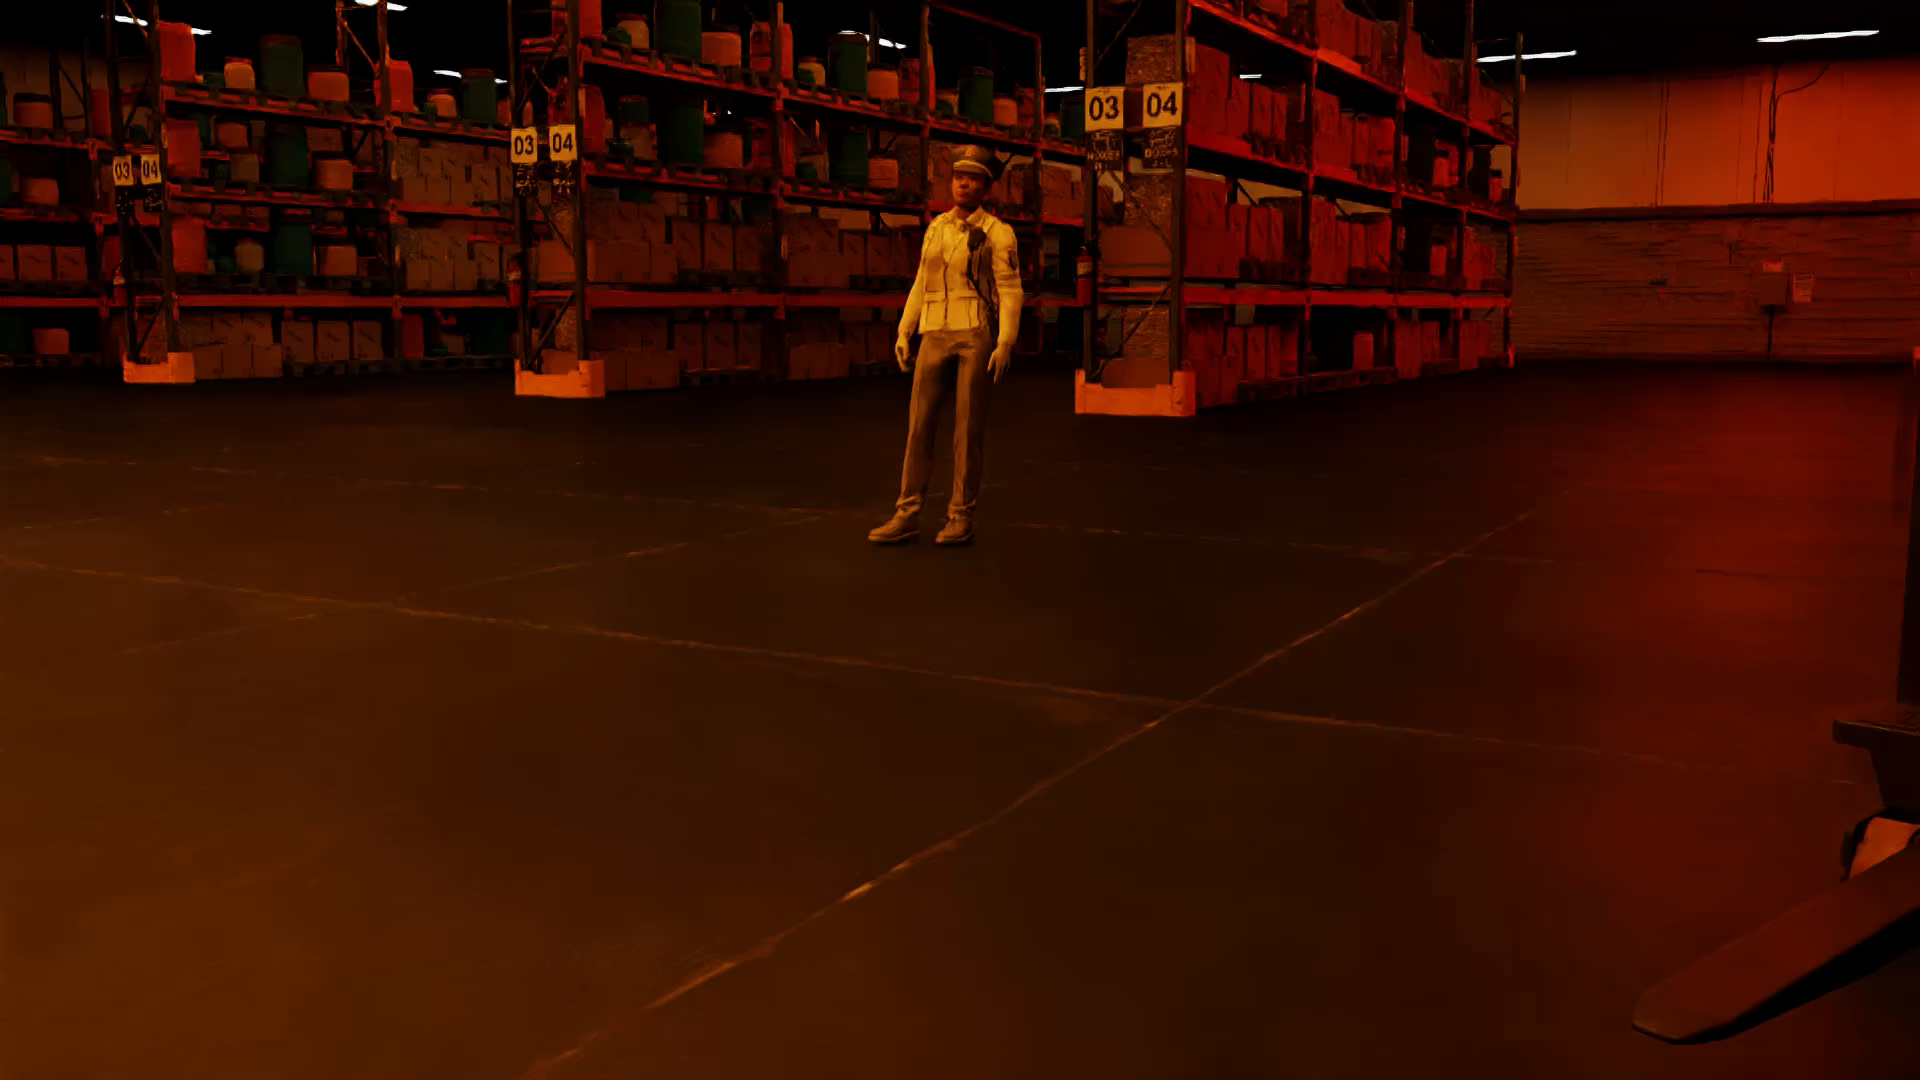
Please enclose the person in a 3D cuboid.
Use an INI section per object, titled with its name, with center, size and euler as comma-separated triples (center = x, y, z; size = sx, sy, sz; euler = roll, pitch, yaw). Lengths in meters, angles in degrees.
[person]
center = -0.039, -0.839, 7.142
size = 0.586, 1.695, 0.532
euler = 4, 9, 29
